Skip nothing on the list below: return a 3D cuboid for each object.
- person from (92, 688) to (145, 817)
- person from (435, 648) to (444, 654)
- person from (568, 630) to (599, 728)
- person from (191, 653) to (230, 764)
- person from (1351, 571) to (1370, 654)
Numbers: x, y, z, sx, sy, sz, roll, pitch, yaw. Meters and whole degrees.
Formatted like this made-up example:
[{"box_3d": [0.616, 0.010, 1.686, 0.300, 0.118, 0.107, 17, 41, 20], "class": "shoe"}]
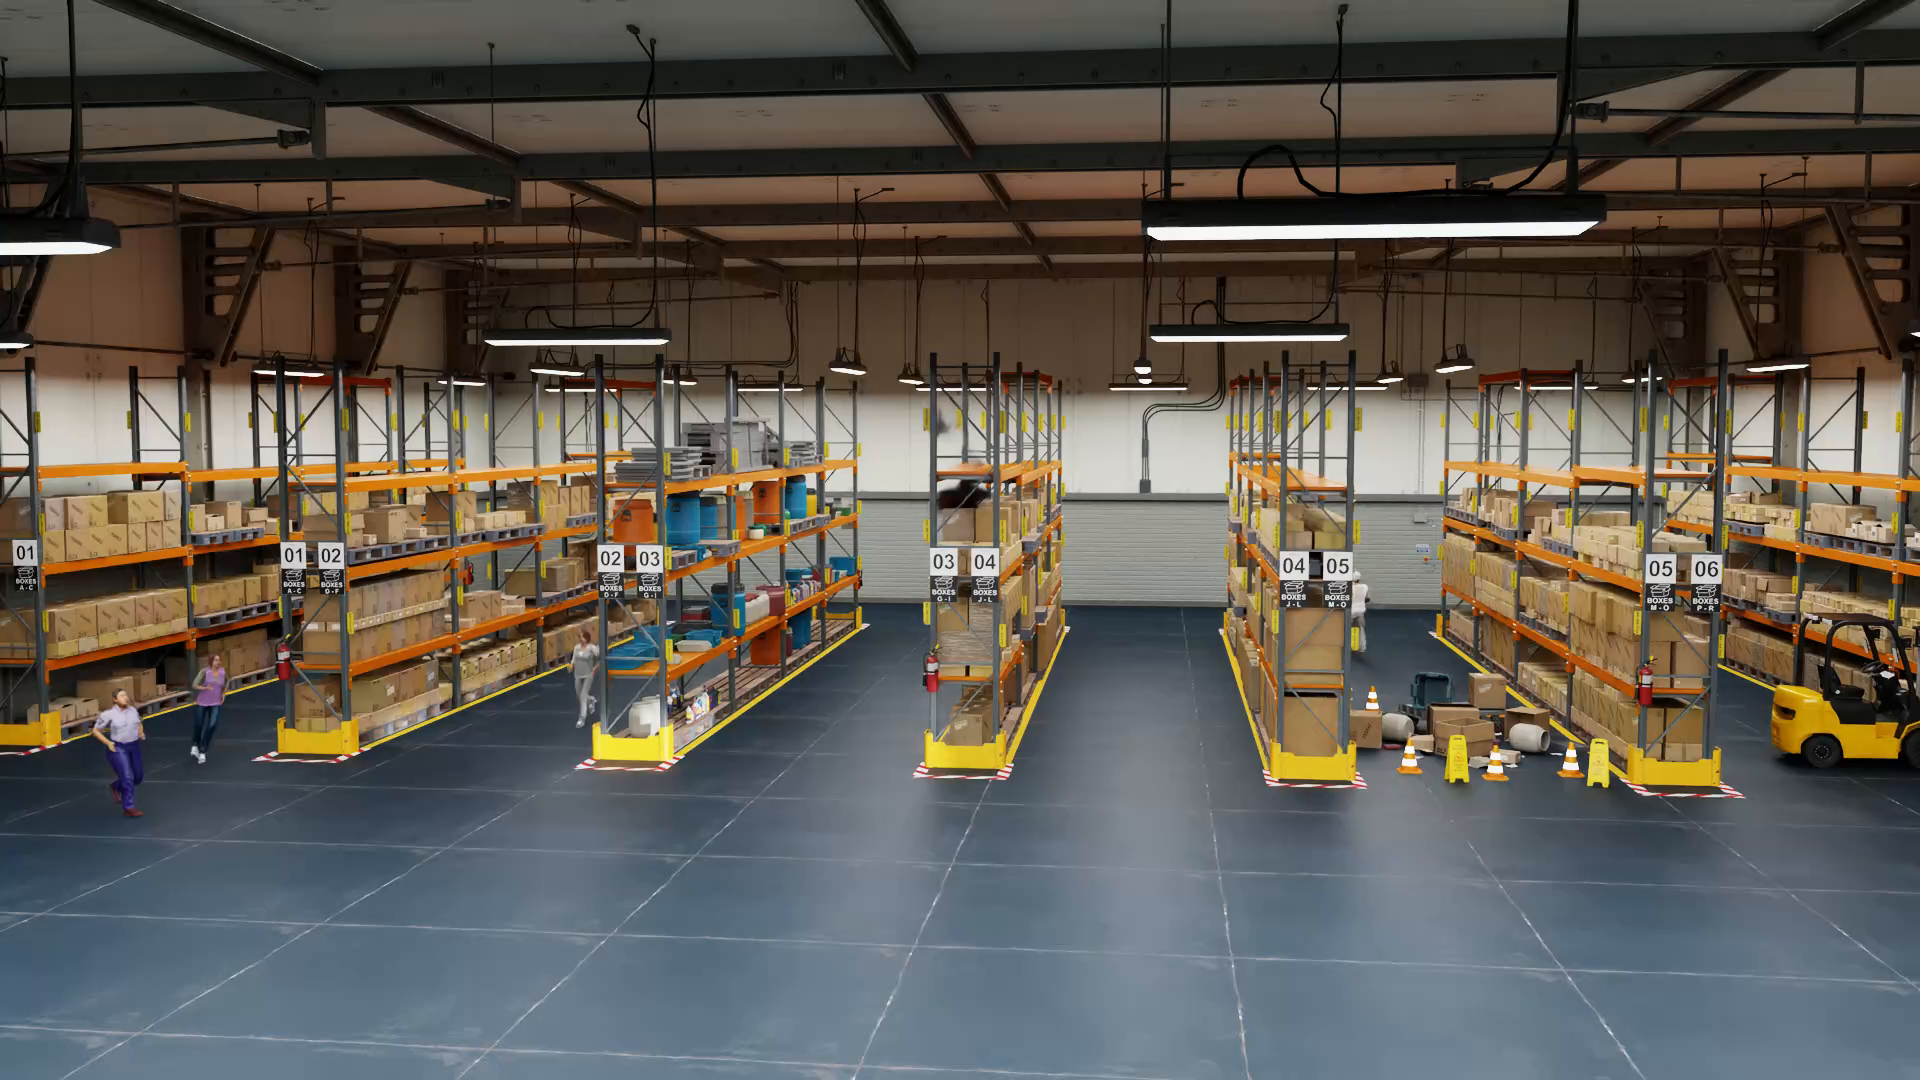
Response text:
[{"box_3d": [-10.714, 2.696, 21.250, 0.768, 1.607, 0.618, 2, 5, 29], "class": "person"}, {"box_3d": [-10.738, 1.756, 34.269, 0.623, 1.680, 0.765, 0, 4, 3], "class": "person"}, {"box_3d": [-6.188, 2.280, 27.550, 0.537, 1.587, 0.751, 1, 4, 15], "class": "person"}, {"box_3d": [-11.131, 2.469, 24.712, 0.563, 1.603, 0.712, -2, 5, -30], "class": "person"}, {"box_3d": [8.505, 1.590, 35.700, 0.614, 1.826, 0.840, 0, 4, 0], "class": "person"}]
